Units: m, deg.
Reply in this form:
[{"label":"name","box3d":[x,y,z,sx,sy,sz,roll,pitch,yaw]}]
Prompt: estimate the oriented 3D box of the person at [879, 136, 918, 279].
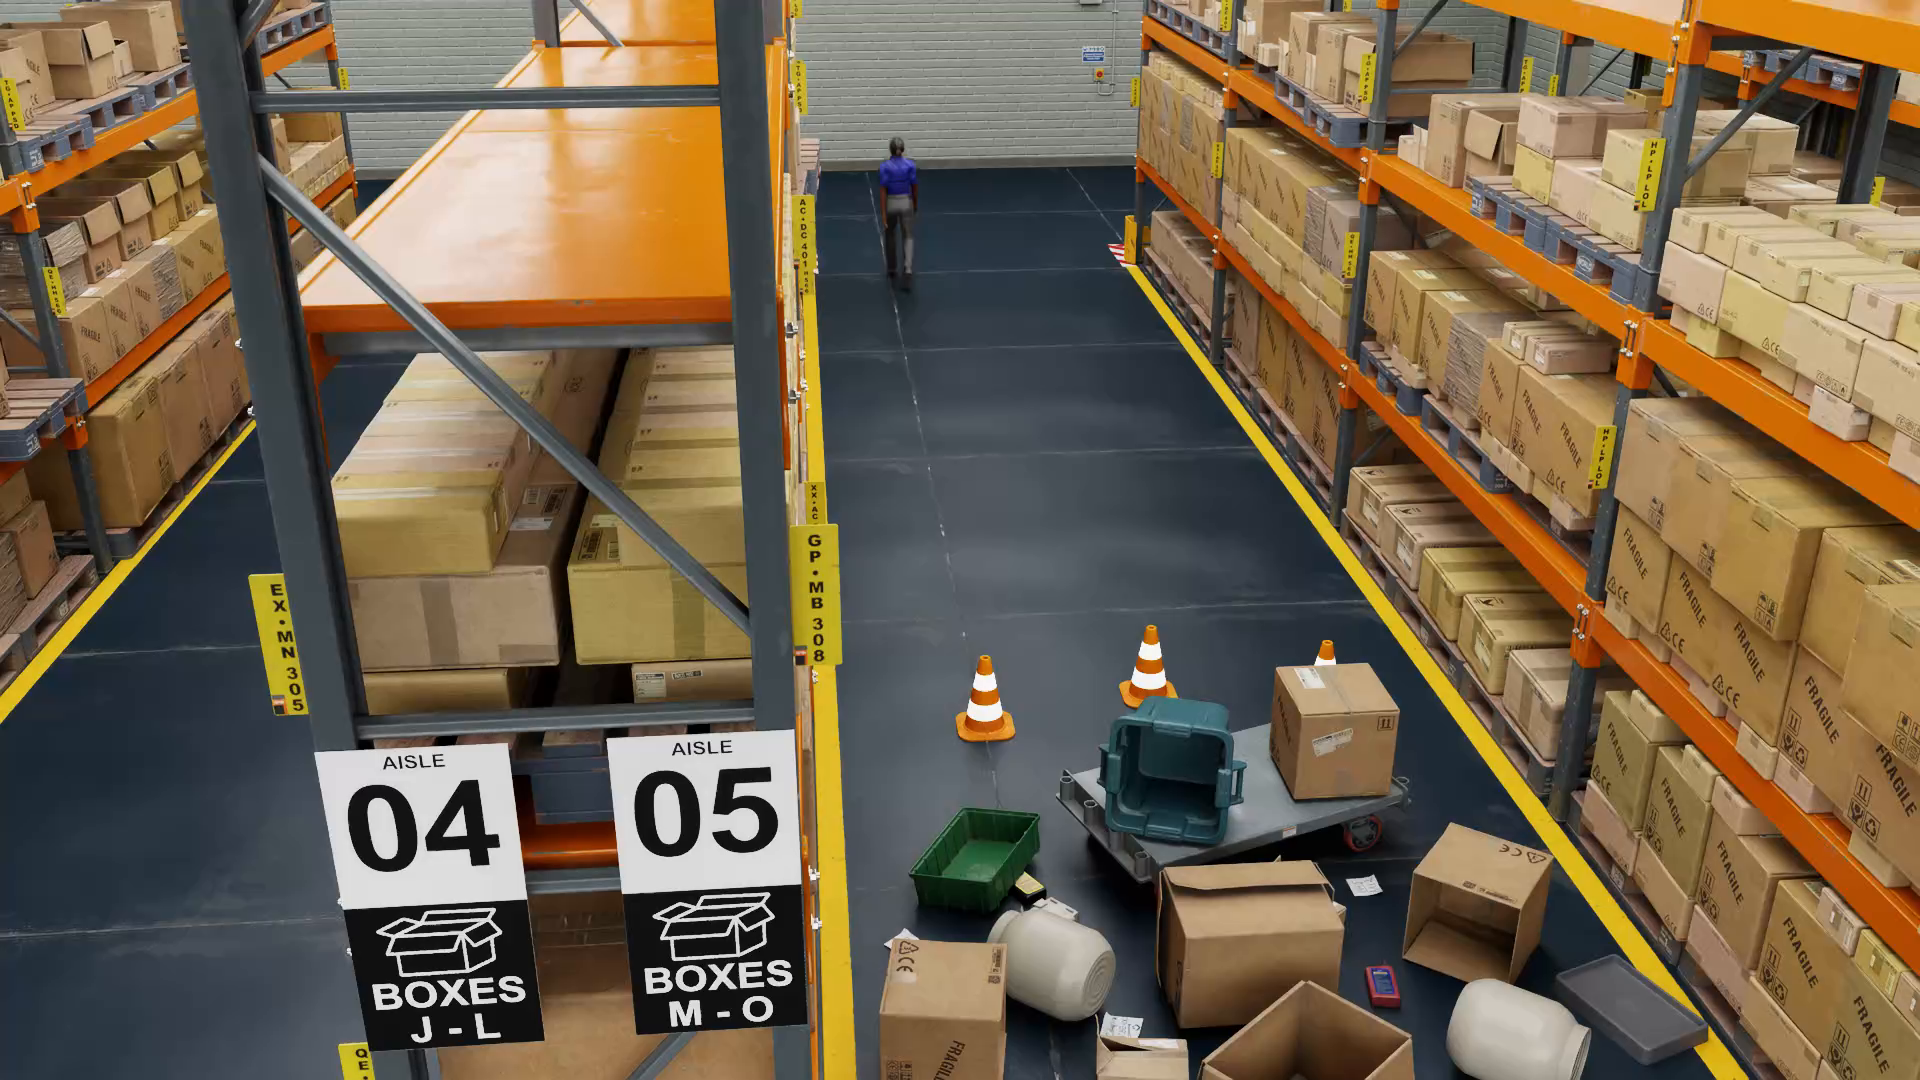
[{"label":"person","box3d":[-0.690,-3.750,18.777,0.444,1.603,0.966,-1,24,-3]}]
